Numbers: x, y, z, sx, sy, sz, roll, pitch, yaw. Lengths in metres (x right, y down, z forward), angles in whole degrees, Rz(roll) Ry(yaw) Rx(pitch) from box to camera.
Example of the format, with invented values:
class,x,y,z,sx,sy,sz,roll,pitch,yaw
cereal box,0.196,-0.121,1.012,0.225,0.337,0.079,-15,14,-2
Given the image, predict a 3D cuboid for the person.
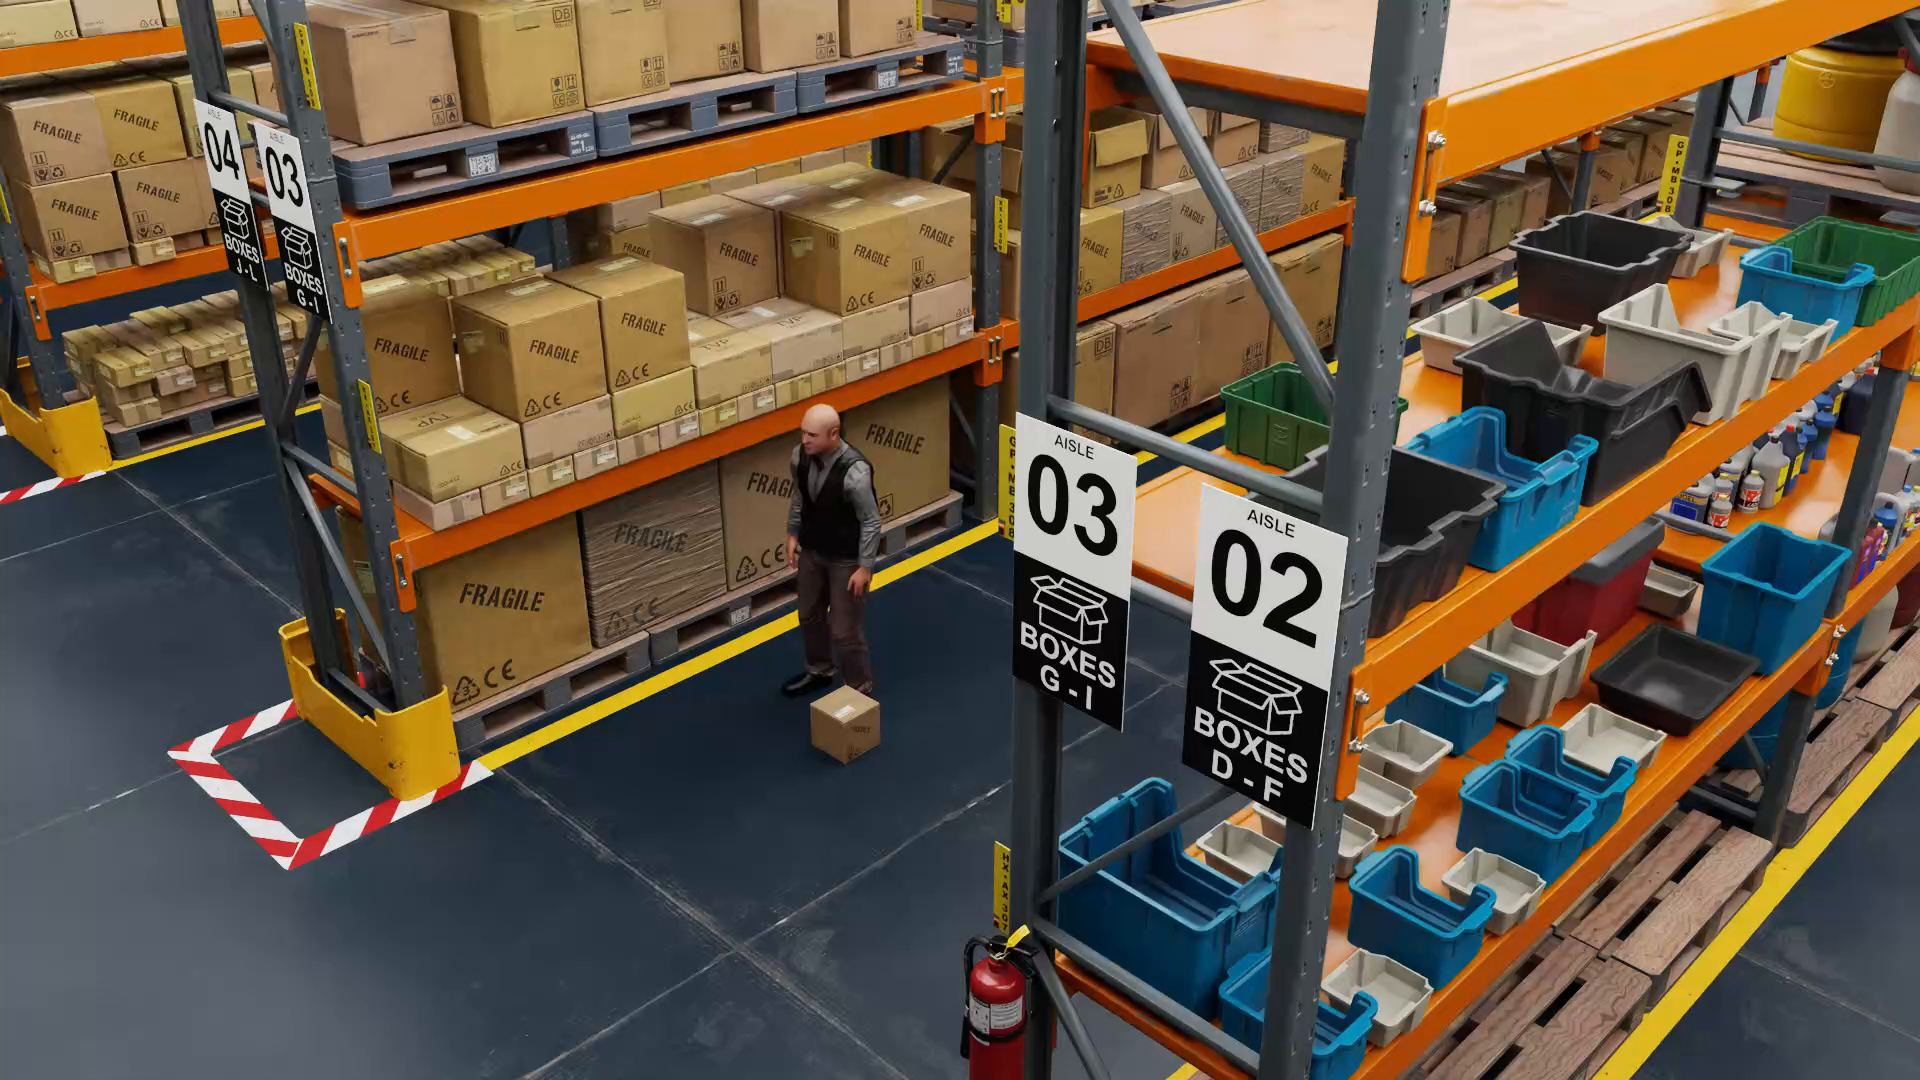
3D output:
class,x,y,z,sx,sy,sz,roll,pitch,yaw
person,-0.641,0.076,8.499,0.418,1.721,0.580,-25,36,-39
